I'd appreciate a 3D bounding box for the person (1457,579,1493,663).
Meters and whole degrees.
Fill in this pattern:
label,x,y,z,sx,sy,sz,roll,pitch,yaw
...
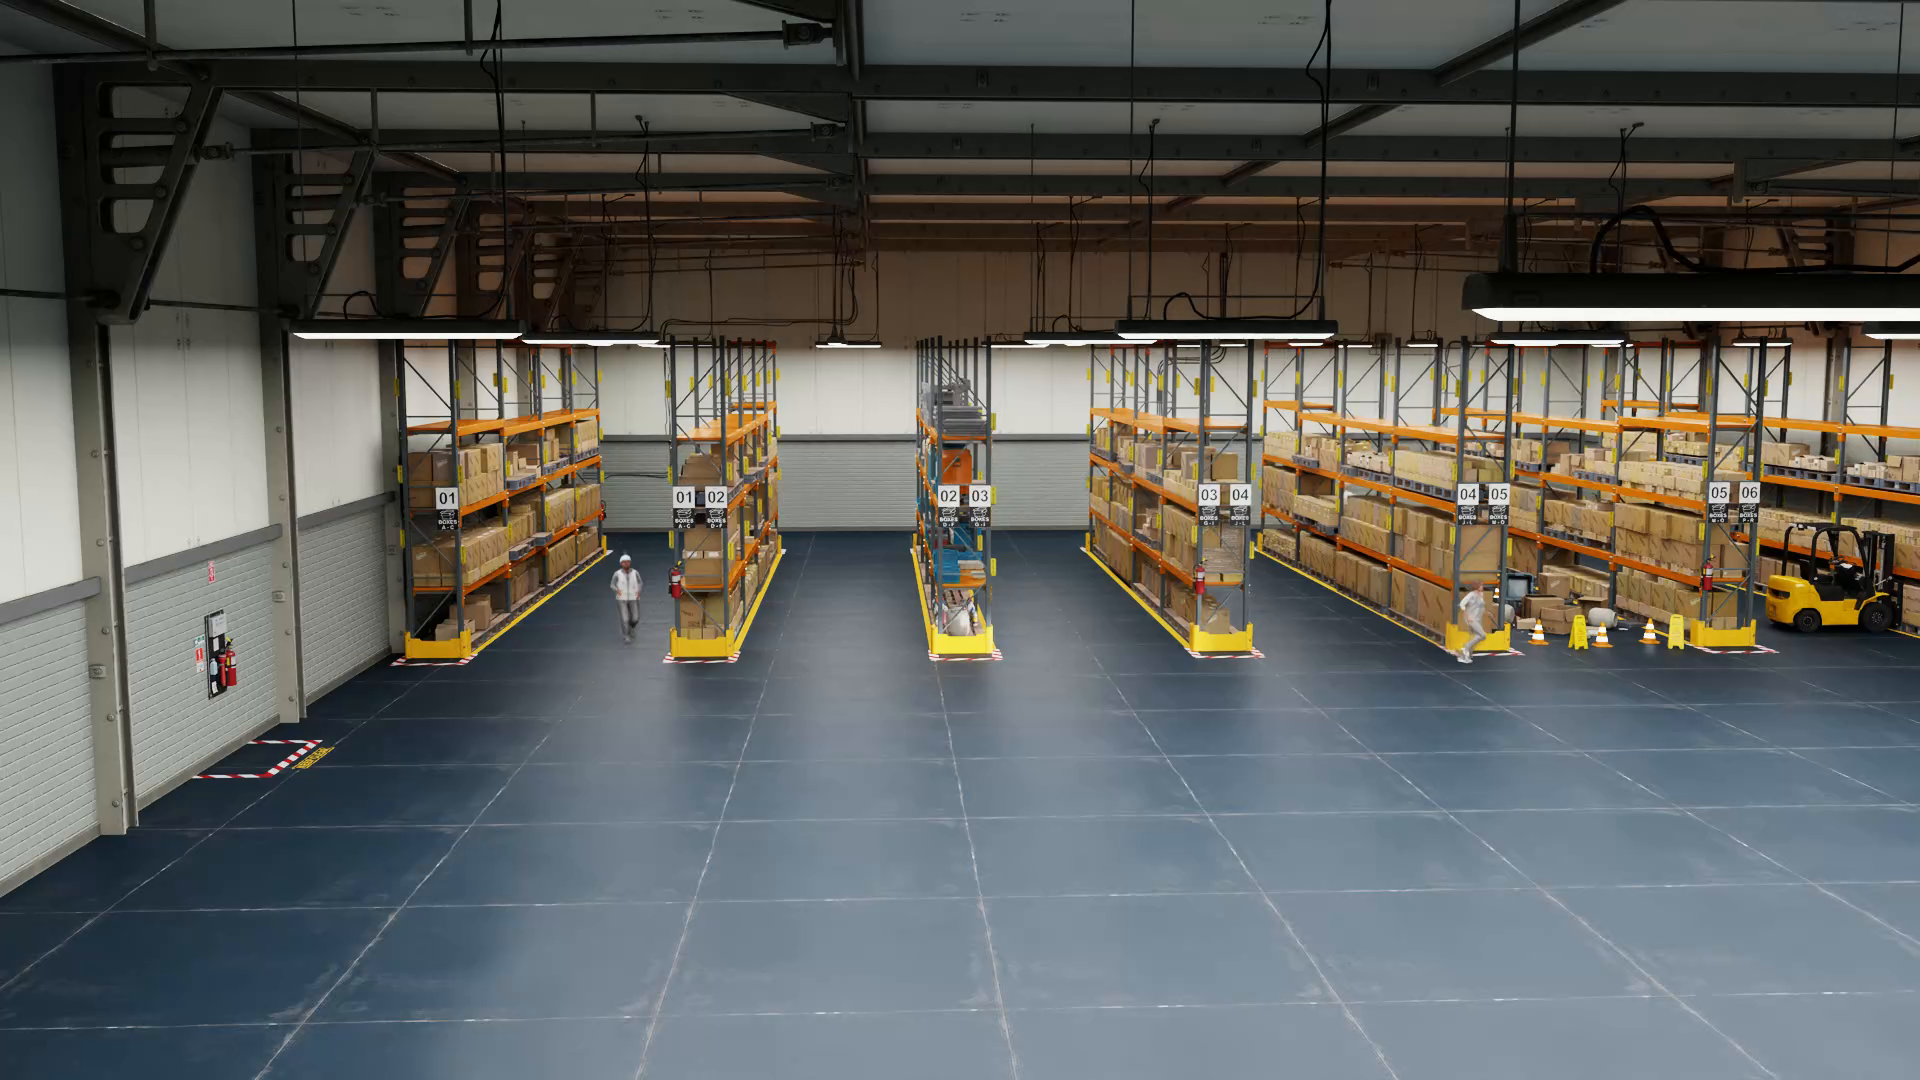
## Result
label,x,y,z,sx,sy,sz,roll,pitch,yaw
person,9.475,1.490,30.582,0.612,1.554,0.501,5,8,40

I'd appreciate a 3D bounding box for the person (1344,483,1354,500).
label,x,y,z,sx,sy,sz,roll,pitch,yaw
person,11.596,-0.847,50.263,0.985,1.753,0.725,-2,7,-21

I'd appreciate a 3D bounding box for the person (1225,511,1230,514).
label,x,y,z,sx,sy,sz,roll,pitch,yaw
person,7.808,-0.553,48.281,0.629,1.599,0.559,6,9,42

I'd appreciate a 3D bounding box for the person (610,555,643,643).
label,x,y,z,sx,sy,sz,roll,pitch,yaw
person,-6.527,1.157,32.659,0.654,1.724,0.597,-2,7,-20
